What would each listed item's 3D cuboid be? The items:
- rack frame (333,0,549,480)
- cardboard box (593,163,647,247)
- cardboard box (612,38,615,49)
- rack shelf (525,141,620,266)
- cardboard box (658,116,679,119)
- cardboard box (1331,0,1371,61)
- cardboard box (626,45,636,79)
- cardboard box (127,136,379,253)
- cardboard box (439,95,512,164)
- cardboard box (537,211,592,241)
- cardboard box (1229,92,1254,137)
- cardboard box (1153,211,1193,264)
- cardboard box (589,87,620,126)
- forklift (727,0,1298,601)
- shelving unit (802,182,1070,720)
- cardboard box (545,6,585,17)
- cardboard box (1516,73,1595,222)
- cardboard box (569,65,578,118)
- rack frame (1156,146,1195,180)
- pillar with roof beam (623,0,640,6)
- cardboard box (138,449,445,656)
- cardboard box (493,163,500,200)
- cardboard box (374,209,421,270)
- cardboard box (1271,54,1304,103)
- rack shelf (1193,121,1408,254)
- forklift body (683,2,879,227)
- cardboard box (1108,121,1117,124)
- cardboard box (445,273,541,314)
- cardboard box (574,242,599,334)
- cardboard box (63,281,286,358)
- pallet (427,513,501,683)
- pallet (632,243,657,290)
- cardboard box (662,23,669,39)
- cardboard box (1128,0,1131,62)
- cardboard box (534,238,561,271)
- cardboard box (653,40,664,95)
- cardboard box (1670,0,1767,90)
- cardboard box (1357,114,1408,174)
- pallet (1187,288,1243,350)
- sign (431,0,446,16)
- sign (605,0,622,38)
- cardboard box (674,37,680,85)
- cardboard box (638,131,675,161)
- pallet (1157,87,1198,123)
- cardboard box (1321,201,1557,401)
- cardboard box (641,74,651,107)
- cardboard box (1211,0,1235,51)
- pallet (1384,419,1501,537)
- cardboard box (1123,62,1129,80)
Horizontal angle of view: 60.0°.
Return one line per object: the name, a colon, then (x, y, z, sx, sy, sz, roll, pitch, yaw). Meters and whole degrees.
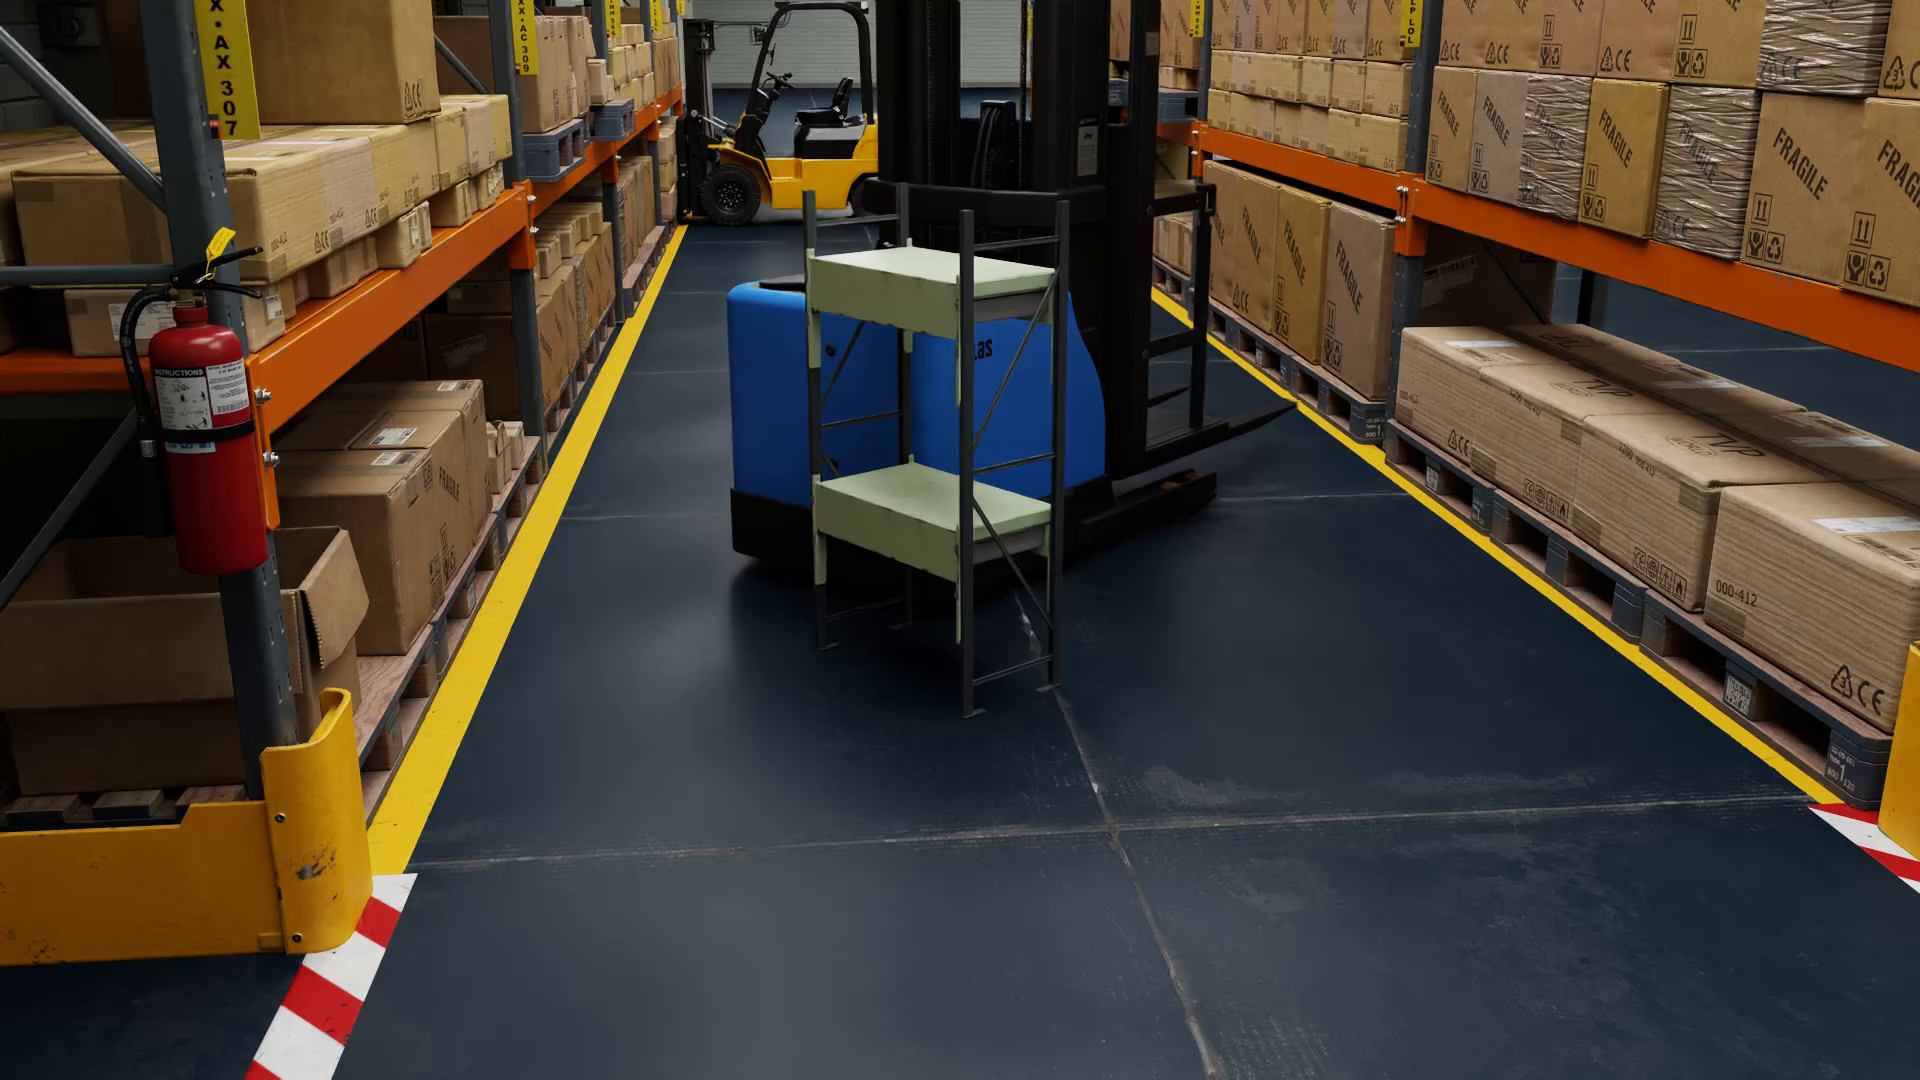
rack frame: (-2.387, -1.709, 7.114, 1.000, 3.000, 0.127, -2, 18, -6)
cardboard box: (-3.075, -2.774, 13.767, 0.875, 0.625, 0.625, -2, 18, -6)
cardboard box: (-2.568, -3.442, 11.382, 0.380, 0.149, 0.250, -1, 17, -4)
rack shelf: (-2.593, -1.962, 9.119, 1.077, 0.370, 4.000, -2, 18, -6)
cardboard box: (-3.267, -4.522, 18.294, 0.500, 0.250, 0.500, -1, 17, -4)
cardboard box: (2.193, -2.668, 8.330, 0.500, 0.500, 0.500, -1, 17, -5)
cardboard box: (-2.767, -3.665, 12.758, 0.500, 0.250, 0.500, -2, 17, -5)
cardboard box: (-1.806, -0.882, 4.231, 0.500, 0.250, 0.500, -2, 17, -5)
cardboard box: (-2.092, -1.635, 6.632, 0.500, 0.250, 0.500, -1, 17, -4)
cardboard box: (-2.455, -1.919, 10.170, 0.380, 0.149, 0.250, -2, 18, -7)
cardboard box: (2.008, -2.678, 10.449, 0.500, 0.250, 0.500, -2, 18, -7)
cardboard box: (2.005, -2.390, 12.969, 0.950, 0.372, 0.625, -2, 18, -7)
cardboard box: (-2.602, -2.969, 11.377, 0.500, 0.250, 0.500, -2, 18, -5)
forklift: (0.440, -1.557, 6.743, 1.130, 2.935, 3.031, 13, 22, 36)
shelving unit: (-0.083, -0.302, 5.134, 0.431, 1.500, 0.755, -15, 23, -39)
cardboard box: (-3.546, -4.678, 14.822, 0.380, 0.149, 0.250, -2, 18, -6)
cardboard box: (2.430, -1.465, 6.169, 0.500, 0.500, 0.500, -2, 18, -5)
cardboard box: (-2.149, -2.271, 8.427, 0.396, 0.266, 0.258, -1, 17, -3)
rack frame: (1.725, -4.247, 15.198, 1.000, 3.000, 0.127, -2, 18, -6)
pillar with roof beam: (-1.405, -11.620, 28.665, 9.100, 9.000, 0.400, -2, 18, -6)
cardboard box: (-1.993, 0.034, 5.034, 0.700, 0.500, 0.500, -1, 17, -3)
cardboard box: (-2.055, -1.425, 6.629, 0.380, 0.149, 0.250, -1, 17, -4)
cardboard box: (-1.819, -0.889, 4.922, 0.380, 0.149, 0.250, -2, 18, -7)
cardboard box: (2.074, -2.609, 9.397, 0.500, 0.250, 0.500, -1, 17, -5)
rack shelf: (2.343, -2.116, 9.611, 1.077, 0.370, 4.000, -2, 18, -6)
forklift body: (-1.615, -4.371, 17.009, 2.313, 2.155, 1.214, -2, 18, -6)
cardboard box: (1.756, -4.149, 17.521, 0.500, 0.500, 0.500, -2, 18, -7)
cardboard box: (-2.159, -1.142, 7.695, 0.380, 0.149, 0.250, -1, 17, -3)
cardboard box: (-2.444, -1.484, 9.869, 0.500, 0.500, 0.500, -1, 17, -3)
cardboard box: (-1.736, -0.504, 3.694, 0.380, 0.149, 0.250, -2, 18, -6)
pallet: (-2.188, 0.190, 5.719, 1.003, 0.211, 1.213, -2, 18, -6)
pallet: (-2.968, -2.180, 13.267, 1.003, 0.211, 1.213, -2, 18, -6)
cardboard box: (-3.154, -5.166, 16.873, 0.380, 0.149, 0.250, -2, 18, -5)
cardboard box: (1.641, -4.039, 13.170, 0.500, 0.500, 0.500, -2, 18, -8)
cardboard box: (-2.356, -1.529, 8.928, 0.380, 0.149, 0.250, -1, 17, -4)
cardboard box: (-3.069, -4.435, 15.630, 0.500, 0.500, 0.500, -1, 17, -5)
cardboard box: (2.545, -1.635, 5.042, 0.500, 0.500, 0.500, -2, 18, -6)
cardboard box: (2.253, -1.918, 8.029, 0.500, 0.250, 0.500, -2, 18, -7)
pallet: (2.143, -1.488, 11.064, 1.003, 0.211, 1.213, -2, 18, -6)
sign: (-3.351, -3.435, 10.678, 0.100, 0.325, 0.005, -2, 18, -6)
sign: (-2.261, -3.435, 10.810, 0.100, 0.325, 0.005, -2, 18, -6)
cardboard box: (-3.313, -5.194, 18.045, 0.500, 0.500, 0.500, -2, 18, -7)
cardboard box: (-2.993, -3.765, 15.881, 0.500, 0.250, 0.500, -2, 18, -6)
pallet: (1.958, -3.173, 12.096, 1.213, 0.211, 1.003, -2, 18, -6)
cardboard box: (2.406, -1.233, 8.441, 0.875, 0.875, 0.875, -1, 17, -4)
cardboard box: (-2.843, -3.729, 13.799, 0.500, 0.250, 0.500, -2, 18, -6)
cardboard box: (1.945, -3.426, 10.745, 0.500, 0.500, 0.500, -2, 18, -7)
pallet: (2.550, -0.304, 7.294, 1.003, 0.211, 1.213, -2, 18, -6)
cardboard box: (1.574, -3.919, 13.869, 0.380, 0.149, 0.250, -2, 17, -5)
